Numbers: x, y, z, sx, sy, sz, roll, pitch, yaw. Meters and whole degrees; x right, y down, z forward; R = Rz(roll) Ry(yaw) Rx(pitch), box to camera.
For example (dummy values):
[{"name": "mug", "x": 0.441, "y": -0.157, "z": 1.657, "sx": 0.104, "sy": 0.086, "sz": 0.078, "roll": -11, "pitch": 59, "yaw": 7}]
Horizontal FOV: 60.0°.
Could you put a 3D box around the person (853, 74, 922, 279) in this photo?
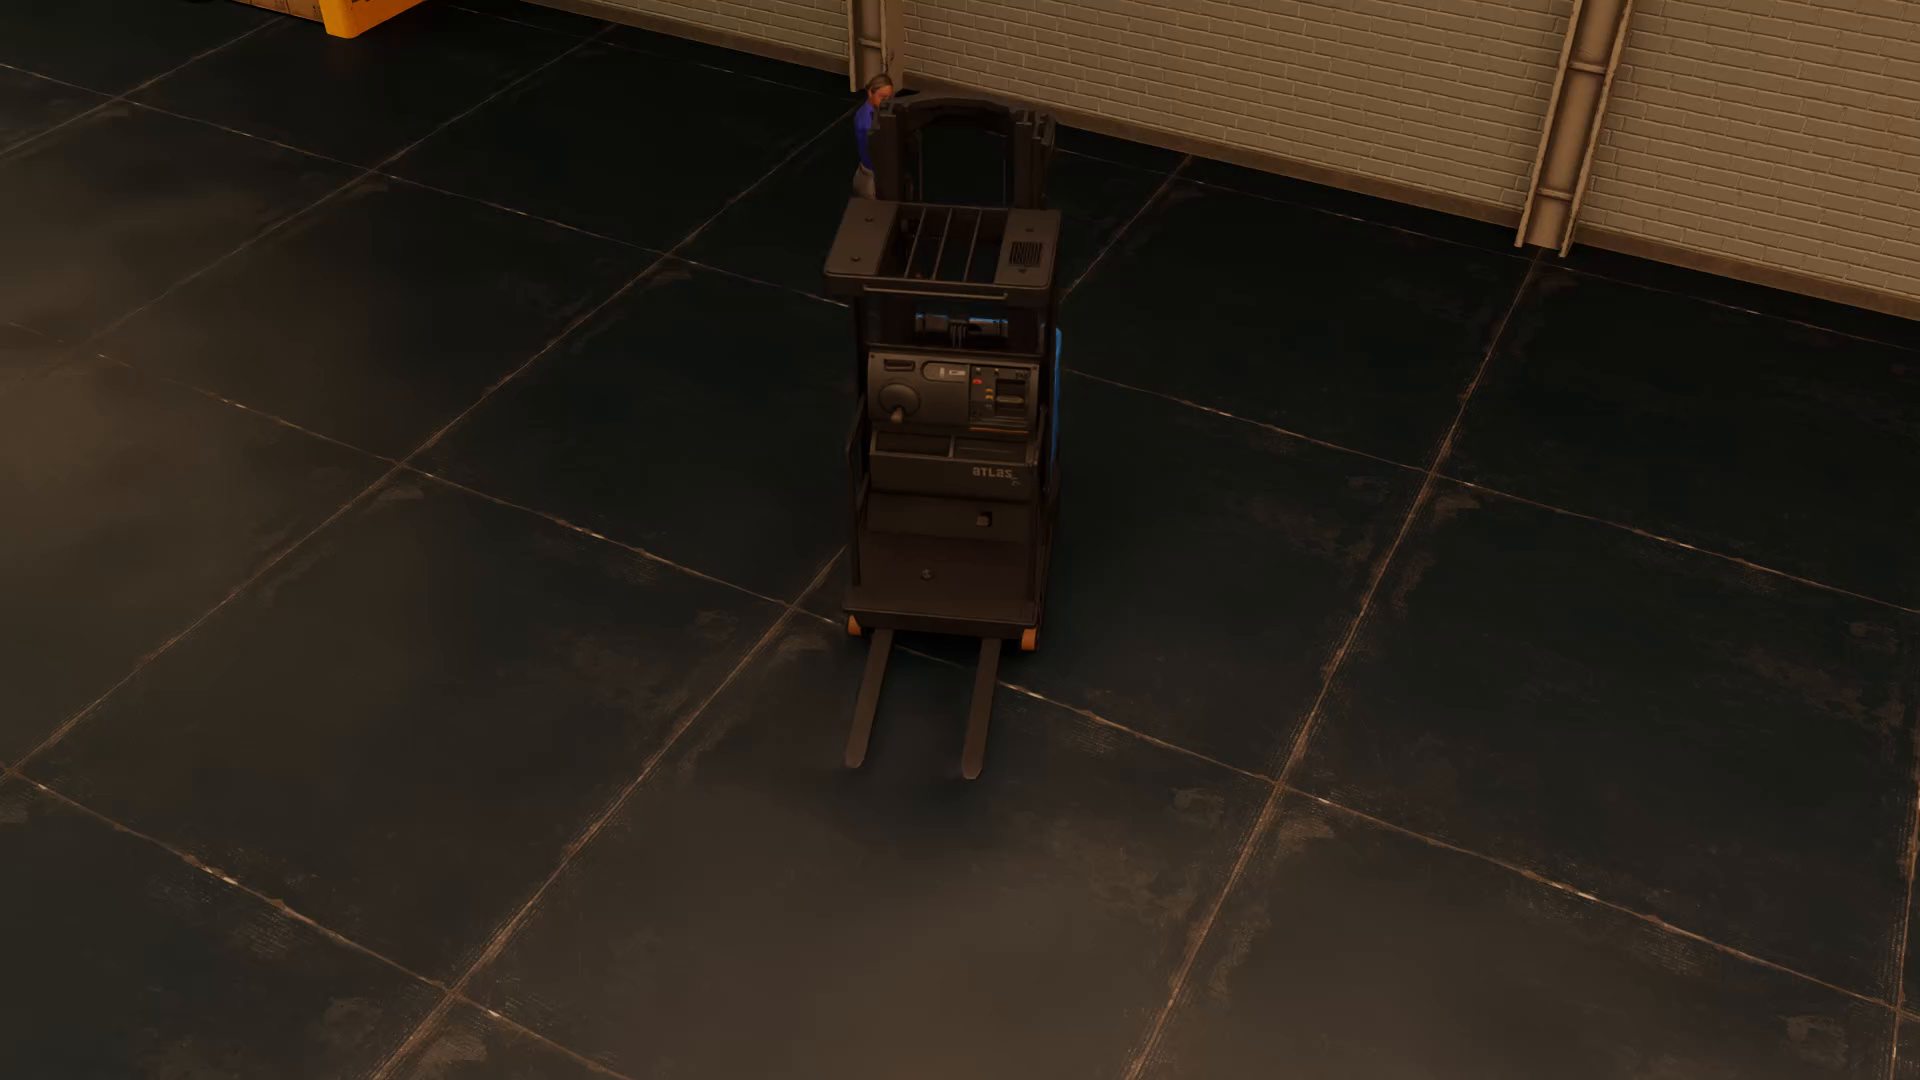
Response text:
[{"name": "person", "x": -0.555, "y": -2.617, "z": 12.120, "sx": 0.460, "sy": 1.625, "sz": 0.651, "roll": -15, "pitch": 42, "yaw": -17}]

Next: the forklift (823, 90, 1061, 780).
[{"name": "forklift", "x": -0.063, "y": -0.727, "z": 8.849, "sx": 1.130, "sy": 2.935, "sz": 3.031, "roll": 5, "pitch": 40, "yaw": 5}]
